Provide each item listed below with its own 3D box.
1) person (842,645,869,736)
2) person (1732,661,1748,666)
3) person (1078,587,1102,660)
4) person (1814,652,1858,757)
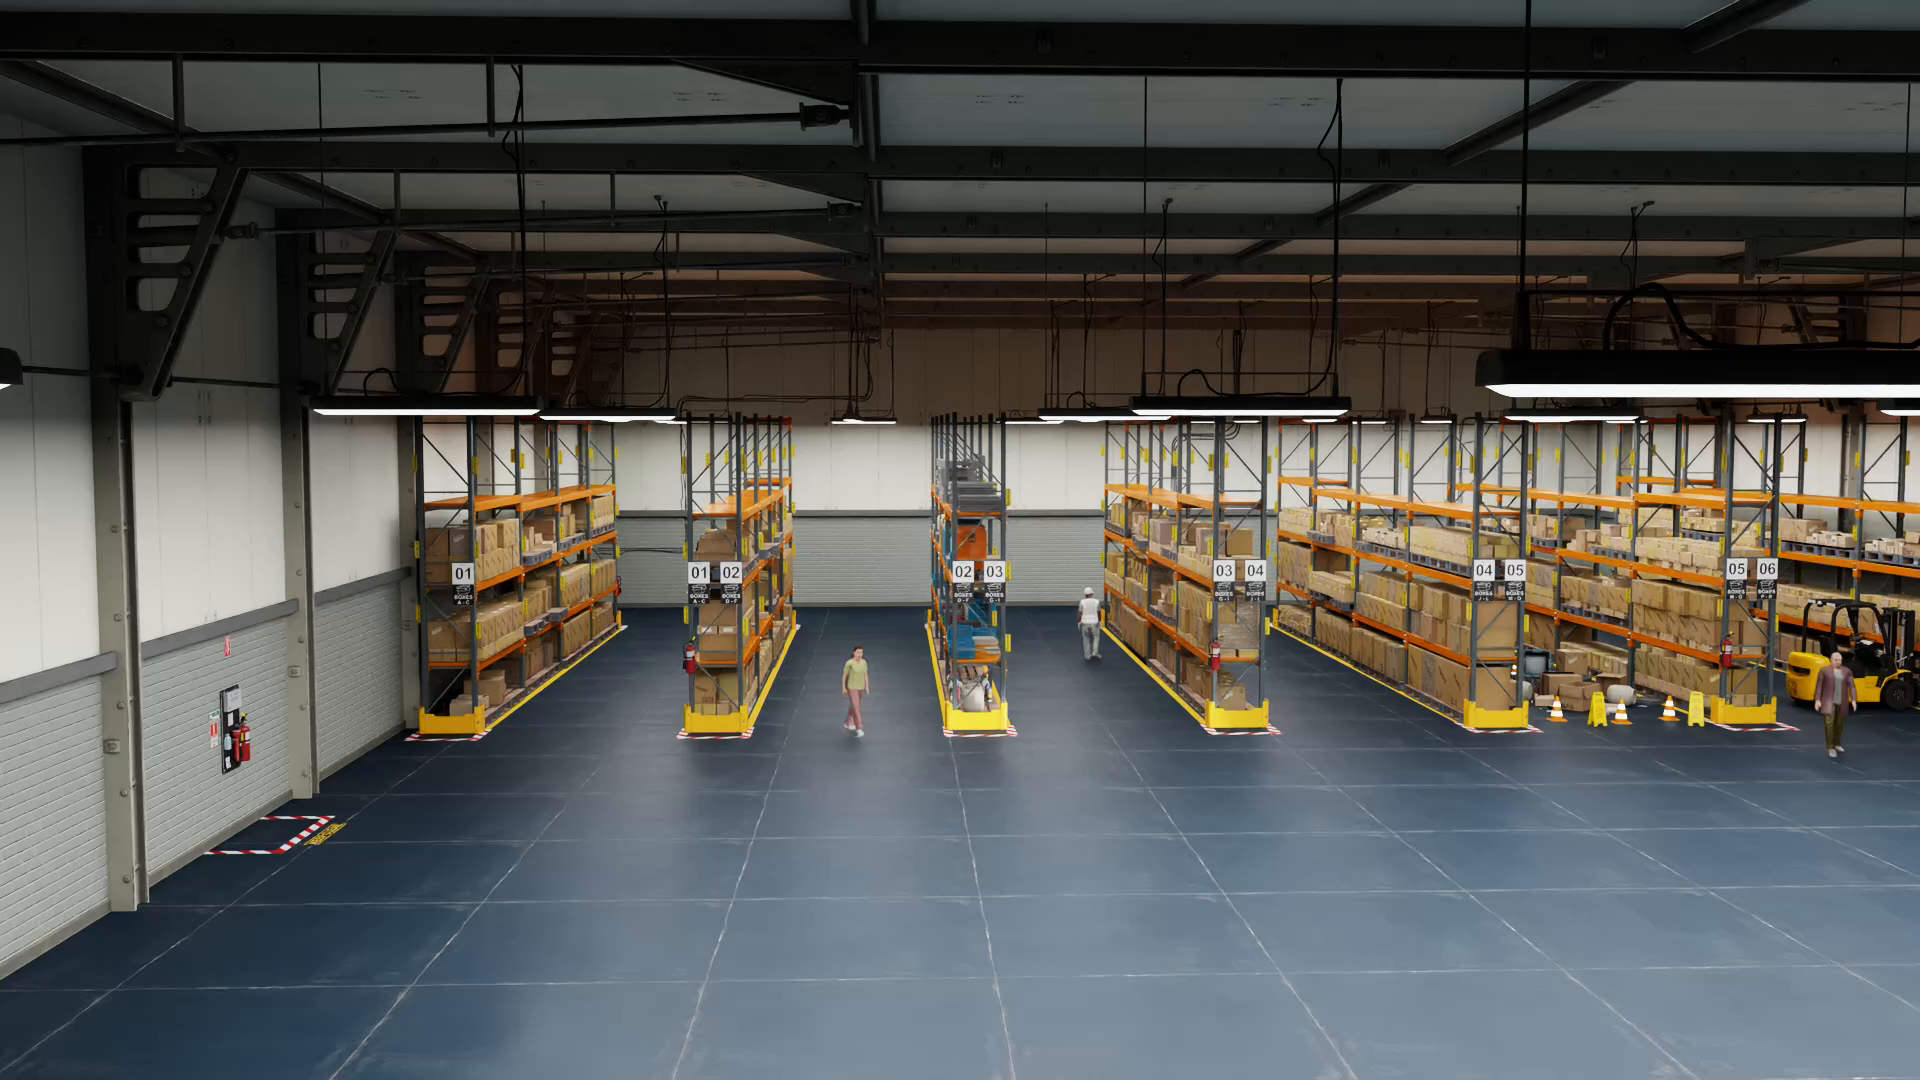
[{"bbox_3d":[-1.917,2.771,31.010,0.491,1.624,0.928,-3,5,-40],"label":"person"},{"bbox_3d":[16.919,2.435,36.170,0.584,1.666,0.739,0,4,-1],"label":"person"},{"bbox_3d":[3.195,2.057,40.898,0.583,1.784,0.553,0,4,-3],"label":"person"},{"bbox_3d":[15.320,2.887,29.080,0.651,1.798,0.649,1,4,14],"label":"person"}]
